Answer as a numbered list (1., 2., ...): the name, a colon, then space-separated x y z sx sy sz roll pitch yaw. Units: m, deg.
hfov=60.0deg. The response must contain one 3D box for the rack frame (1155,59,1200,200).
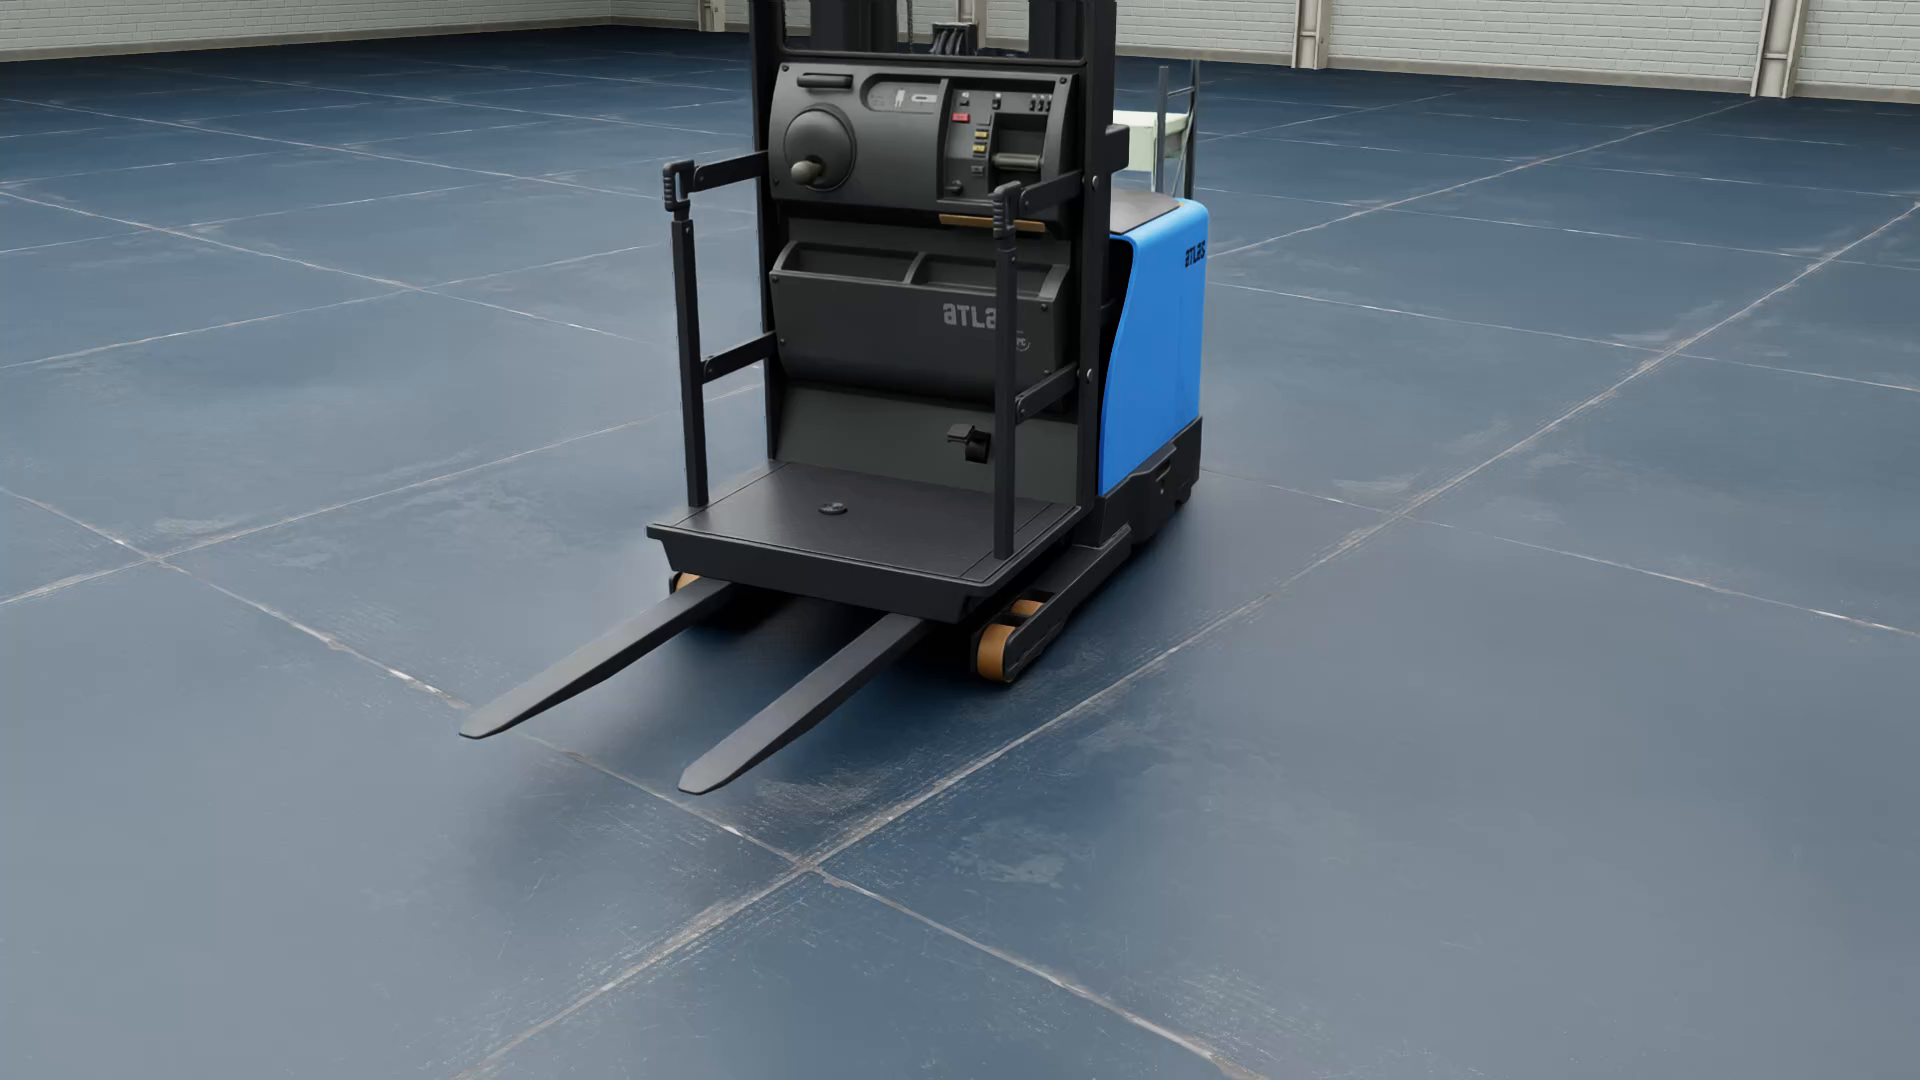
1. rack frame: 0.785 -1.000 6.193 0.023 1.500 0.400 9 23 24

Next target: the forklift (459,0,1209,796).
1. forklift: -0.215 -1.149 4.560 1.130 2.935 3.031 9 23 24

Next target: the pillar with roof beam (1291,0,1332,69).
1. pillar with roof beam: 2.100 -9.554 18.250 0.400 9.000 9.100 16 26 36

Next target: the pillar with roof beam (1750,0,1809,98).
1. pillar with roof beam: 6.748 -8.215 14.700 0.400 9.000 9.100 16 26 36

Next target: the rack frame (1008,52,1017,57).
1. rack frame: 0.123 -1.110 6.486 0.023 1.500 0.400 9 23 24

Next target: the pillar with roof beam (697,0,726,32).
1. pillar with roof beam: -7.197 -12.231 25.350 0.400 9.000 9.100 16 26 36

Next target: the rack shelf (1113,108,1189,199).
1. rack shelf: 0.454 -1.420 6.202 0.720 0.370 0.431 9 23 24

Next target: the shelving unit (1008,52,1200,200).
1. shelving unit: 0.454 -1.055 6.340 0.755 1.500 0.431 9 23 24

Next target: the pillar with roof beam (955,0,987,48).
1. pillar with roof beam: -2.549 -10.893 21.800 0.400 9.000 9.100 16 26 36
